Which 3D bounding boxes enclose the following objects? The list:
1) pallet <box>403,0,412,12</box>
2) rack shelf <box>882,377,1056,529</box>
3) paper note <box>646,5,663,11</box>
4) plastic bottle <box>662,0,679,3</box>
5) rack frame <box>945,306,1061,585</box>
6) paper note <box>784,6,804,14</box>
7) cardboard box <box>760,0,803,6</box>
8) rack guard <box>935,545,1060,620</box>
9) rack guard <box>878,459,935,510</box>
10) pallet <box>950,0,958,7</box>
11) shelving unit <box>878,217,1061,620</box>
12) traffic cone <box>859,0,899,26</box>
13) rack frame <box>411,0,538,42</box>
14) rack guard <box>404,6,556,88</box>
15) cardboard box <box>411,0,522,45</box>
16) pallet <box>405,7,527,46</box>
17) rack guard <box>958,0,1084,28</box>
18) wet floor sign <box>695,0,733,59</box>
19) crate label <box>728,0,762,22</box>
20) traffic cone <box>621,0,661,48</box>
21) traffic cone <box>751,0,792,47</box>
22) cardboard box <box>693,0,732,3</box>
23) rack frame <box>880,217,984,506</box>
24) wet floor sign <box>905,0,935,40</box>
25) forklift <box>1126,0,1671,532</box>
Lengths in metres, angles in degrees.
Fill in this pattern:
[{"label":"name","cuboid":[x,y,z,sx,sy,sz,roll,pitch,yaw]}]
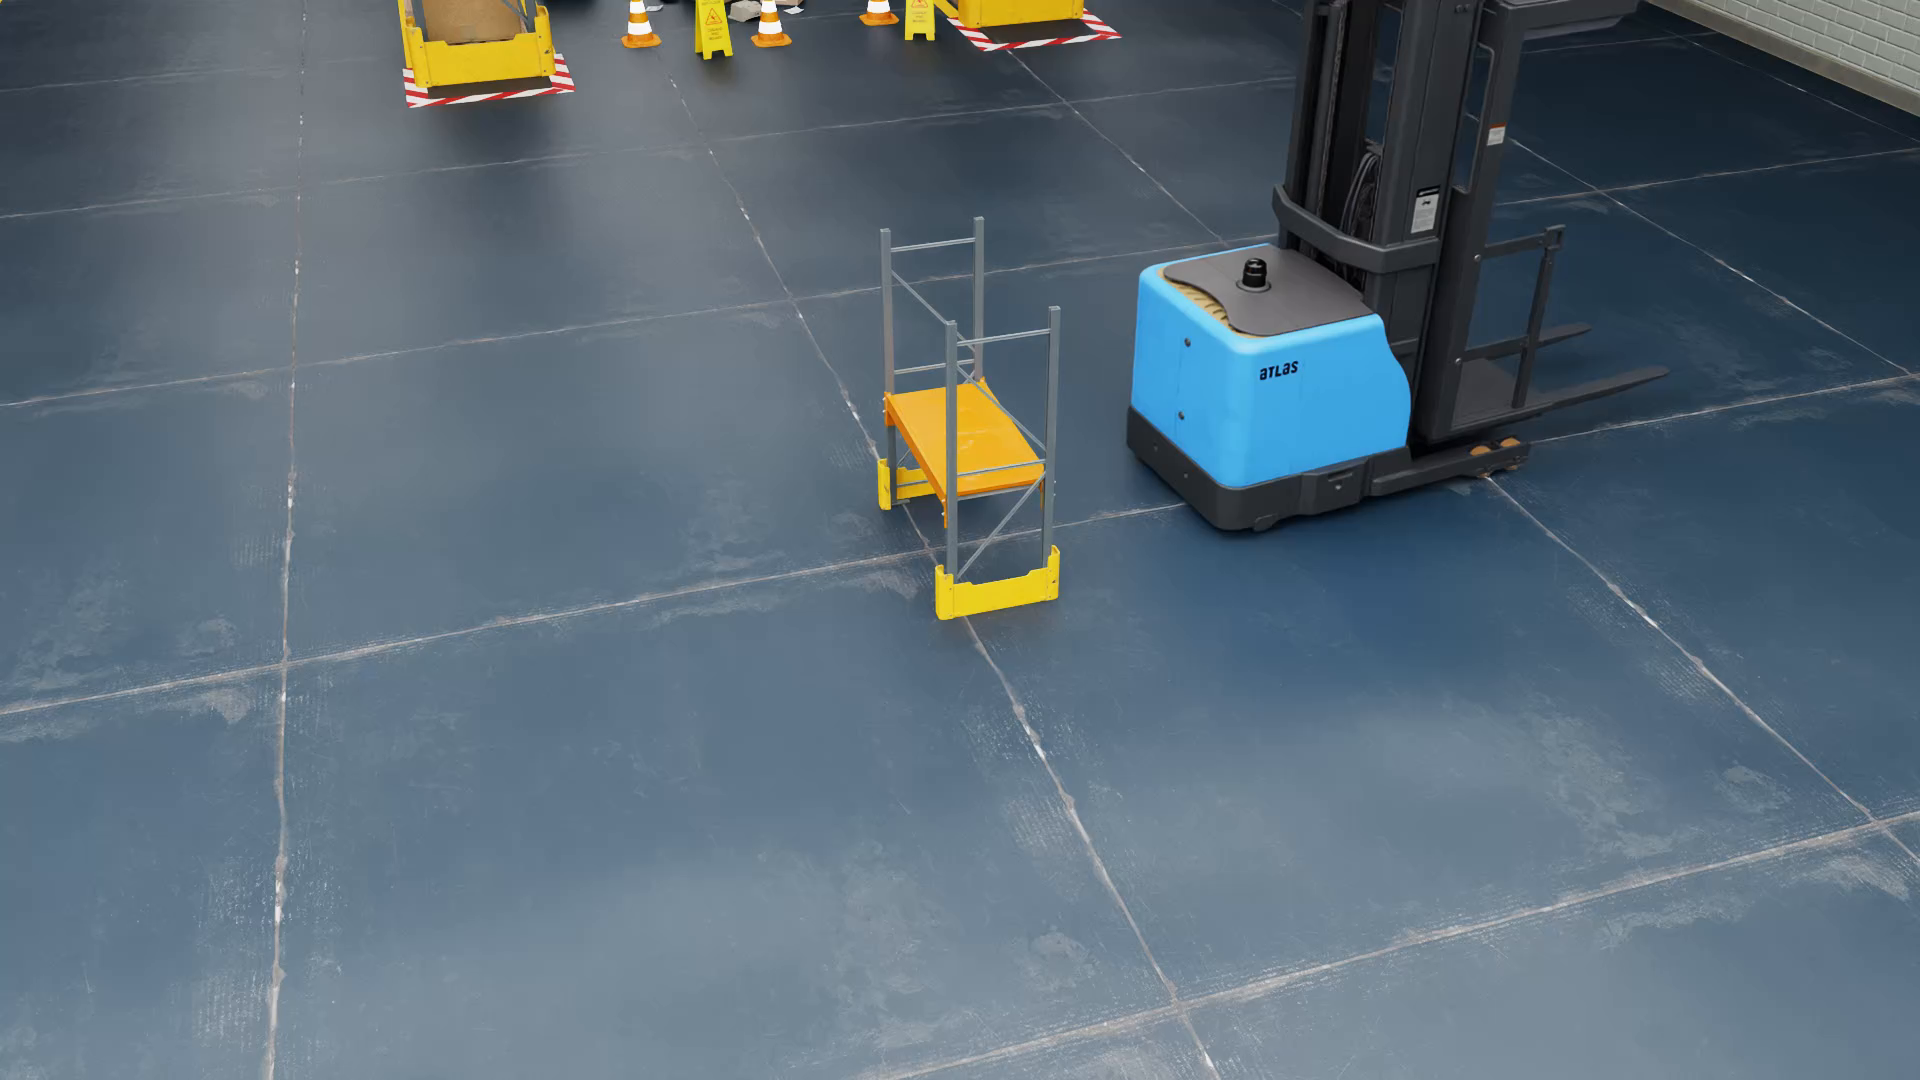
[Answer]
[{"label":"pallet","cuboid":[-4.771,-5.141,15.838,1.003,0.211,1.213,-10,35,-15]},{"label":"rack shelf","cuboid":[0.026,-0.431,7.868,0.538,0.185,1.000,-10,35,-15]},{"label":"paper note","cuboid":[-2.933,-5.105,15.950,0.144,0.017,0.142,1,33,2]},{"label":"plastic bottle","cuboid":[-2.871,-5.308,16.227,0.133,0.061,0.283,-23,40,-31]},{"label":"rack frame","cuboid":[0.181,-0.314,7.365,0.500,1.500,0.032,-10,35,-15]},{"label":"paper note","cuboid":[-1.585,-5.066,15.889,0.148,0.019,0.142,-23,40,-31]},{"label":"cardboard box","cuboid":[-1.725,-5.302,16.139,0.380,0.149,0.250,7,34,10]},{"label":"rack guard","cuboid":[0.175,0.197,7.725,0.587,0.250,0.087,-10,35,-15]},{"label":"rack guard","cuboid":[-0.129,-0.326,8.516,0.587,0.250,0.087,-10,35,-15]},{"label":"pallet","cuboid":[0.361,-5.452,16.310,1.003,0.211,1.213,-10,35,-15]},{"label":"shelving unit","cuboid":[0.023,-0.586,7.776,0.587,1.500,1.083,-10,35,-15]},{"label":"traffic cone","cuboid":[-0.761,-5.094,15.539,0.336,0.463,0.334,-10,35,-15]},{"label":"rack frame","cuboid":[-4.085,-5.258,13.486,1.000,3.000,0.127,-10,35,-15]},{"label":"rack guard","cuboid":[-4.077,-4.202,14.156,1.175,0.500,0.348,-10,35,-15]},{"label":"cardboard box","cuboid":[-4.354,-4.892,14.478,0.875,0.875,0.875,-10,35,-14]},{"label":"pallet","cuboid":[-4.403,-4.501,14.870,1.003,0.211,1.213,-10,35,-15]},{"label":"rack guard","cuboid":[0.576,-5.140,15.576,1.175,0.500,0.348,-10,35,-15]},{"label":"wet floor sign","cuboid":[-2.190,-4.593,14.616,0.267,0.644,0.232,-16,37,-23]},{"label":"crate label","cuboid":[-2.013,-4.995,15.685,0.298,0.136,0.250,27,42,34]},{"label":"traffic cone","cuboid":[-2.894,-4.717,14.969,0.336,0.463,0.334,-10,35,-15]},{"label":"traffic cone","cuboid":[-1.714,-4.729,14.986,0.336,0.463,0.334,-10,35,-15]},{"label":"cardboard box","cuboid":[-2.348,-5.598,16.266,0.637,0.503,0.797,19,38,26]},{"label":"rack frame","cuboid":[-0.129,-0.848,8.173,0.500,1.500,0.032,-10,35,-15]},{"label":"wet floor sign","cuboid":[-0.362,-4.881,15.052,0.267,0.644,0.232,1,33,2]},{"label":"forklift","cuboid":[2.450,-1.799,8.314,3.031,2.935,1.130,-14,36,-20]}]
